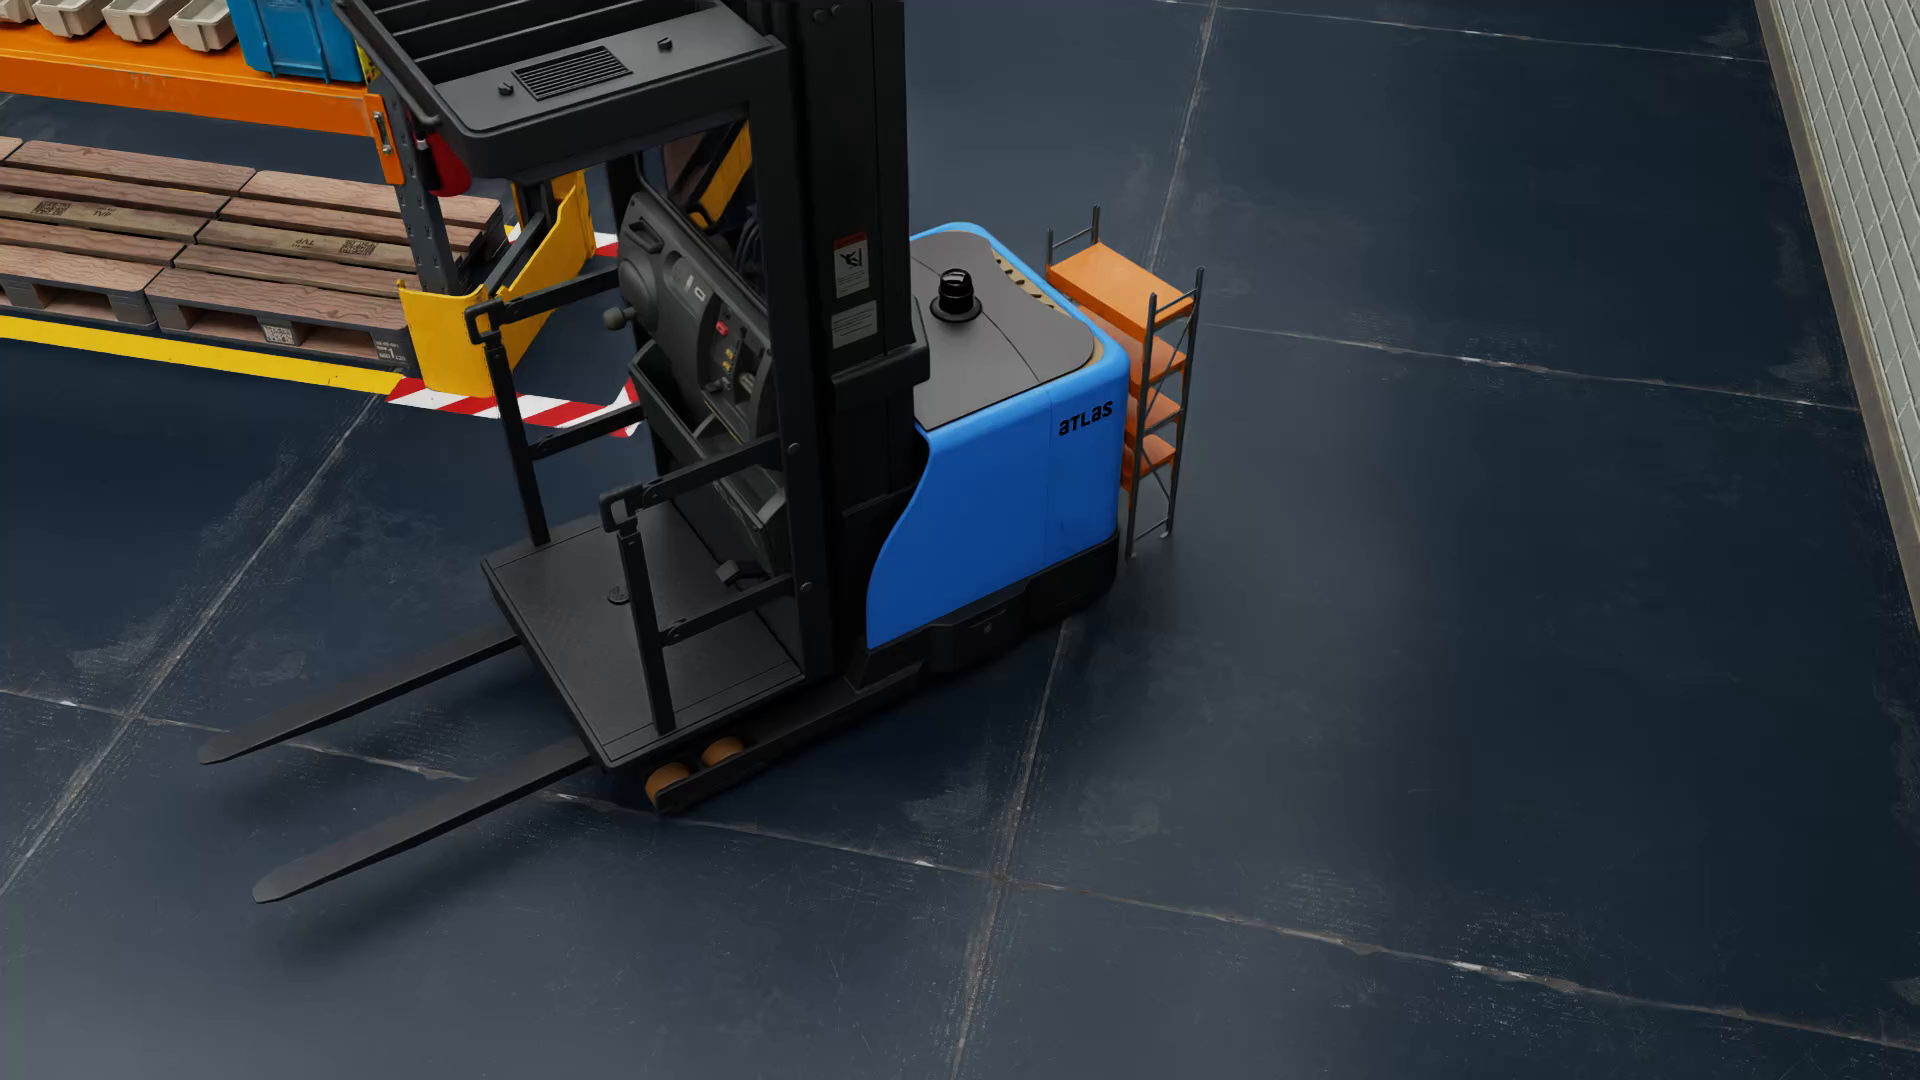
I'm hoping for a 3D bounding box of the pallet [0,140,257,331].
[{"bbox_3d":[-3.960,-1.406,7.558,1.213,0.211,1.003,9,45,9],"label":"pallet"}]

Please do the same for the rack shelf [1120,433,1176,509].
[{"bbox_3d":[0.546,-0.345,6.127,0.258,0.148,0.480,-31,52,-28],"label":"rack shelf"}]

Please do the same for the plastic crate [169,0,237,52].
[{"bbox_3d":[-2.812,-2.001,6.313,0.243,0.136,0.396,9,45,9],"label":"plastic crate"}]

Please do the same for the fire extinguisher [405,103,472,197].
[{"bbox_3d":[-1.929,-1.581,6.054,0.183,0.674,0.296,9,45,9],"label":"fire extinguisher"}]

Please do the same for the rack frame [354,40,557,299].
[{"bbox_3d":[-1.977,-2.073,6.241,0.127,3.000,1.000,9,45,9],"label":"rack frame"}]

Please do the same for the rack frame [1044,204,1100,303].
[{"bbox_3d":[0.387,-0.665,6.075,0.240,1.200,0.015,-31,52,-28],"label":"rack frame"}]

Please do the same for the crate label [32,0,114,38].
[{"bbox_3d":[-3.369,-2.080,6.395,0.243,0.136,0.396,9,45,9],"label":"crate label"}]

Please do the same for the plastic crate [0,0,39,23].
[{"bbox_3d":[-3.662,-2.112,6.429,0.250,0.136,0.298,9,45,9],"label":"plastic crate"}]

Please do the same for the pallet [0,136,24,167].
[{"bbox_3d":[-5.154,-1.589,7.749,1.213,0.211,1.003,9,45,9],"label":"pallet"}]

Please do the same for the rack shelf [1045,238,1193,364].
[{"bbox_3d":[0.546,-0.820,5.670,0.258,0.148,0.480,-31,52,-28],"label":"rack shelf"}]

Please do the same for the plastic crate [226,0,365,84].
[{"bbox_3d":[-2.344,-2.032,6.129,0.499,0.435,0.616,9,45,9],"label":"plastic crate"}]

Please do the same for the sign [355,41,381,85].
[{"bbox_3d":[-2.081,-1.757,5.795,0.005,0.325,0.100,9,45,9],"label":"sign"}]

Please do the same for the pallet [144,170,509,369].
[{"bbox_3d":[-2.773,-1.220,7.365,1.213,0.211,1.003,9,45,9],"label":"pallet"}]

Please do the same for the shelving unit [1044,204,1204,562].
[{"bbox_3d":[0.546,-0.537,5.942,0.258,1.200,0.503,-31,52,-28],"label":"shelving unit"}]

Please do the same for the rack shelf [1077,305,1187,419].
[{"bbox_3d":[0.546,-0.649,5.834,0.258,0.148,0.480,-31,52,-28],"label":"rack shelf"}]

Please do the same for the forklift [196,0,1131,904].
[{"bbox_3d":[-0.952,-0.601,4.761,3.031,2.935,1.130,-24,49,-23],"label":"forklift"}]

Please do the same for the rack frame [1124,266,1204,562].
[{"bbox_3d":[0.706,-0.409,5.809,0.240,1.200,0.015,-31,52,-28],"label":"rack frame"}]

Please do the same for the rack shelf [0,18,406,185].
[{"bbox_3d":[-3.928,-2.117,6.805,4.000,0.370,1.077,9,45,9],"label":"rack shelf"}]

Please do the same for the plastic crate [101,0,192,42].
[{"bbox_3d":[-3.092,-2.054,6.368,0.243,0.136,0.396,9,45,9],"label":"plastic crate"}]

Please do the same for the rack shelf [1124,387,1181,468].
[{"bbox_3d":[0.546,-0.488,5.989,0.258,0.148,0.480,-31,52,-28],"label":"rack shelf"}]

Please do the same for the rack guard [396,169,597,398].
[{"bbox_3d":[-1.950,-1.178,7.113,0.348,0.500,1.175,9,45,9],"label":"rack guard"}]
